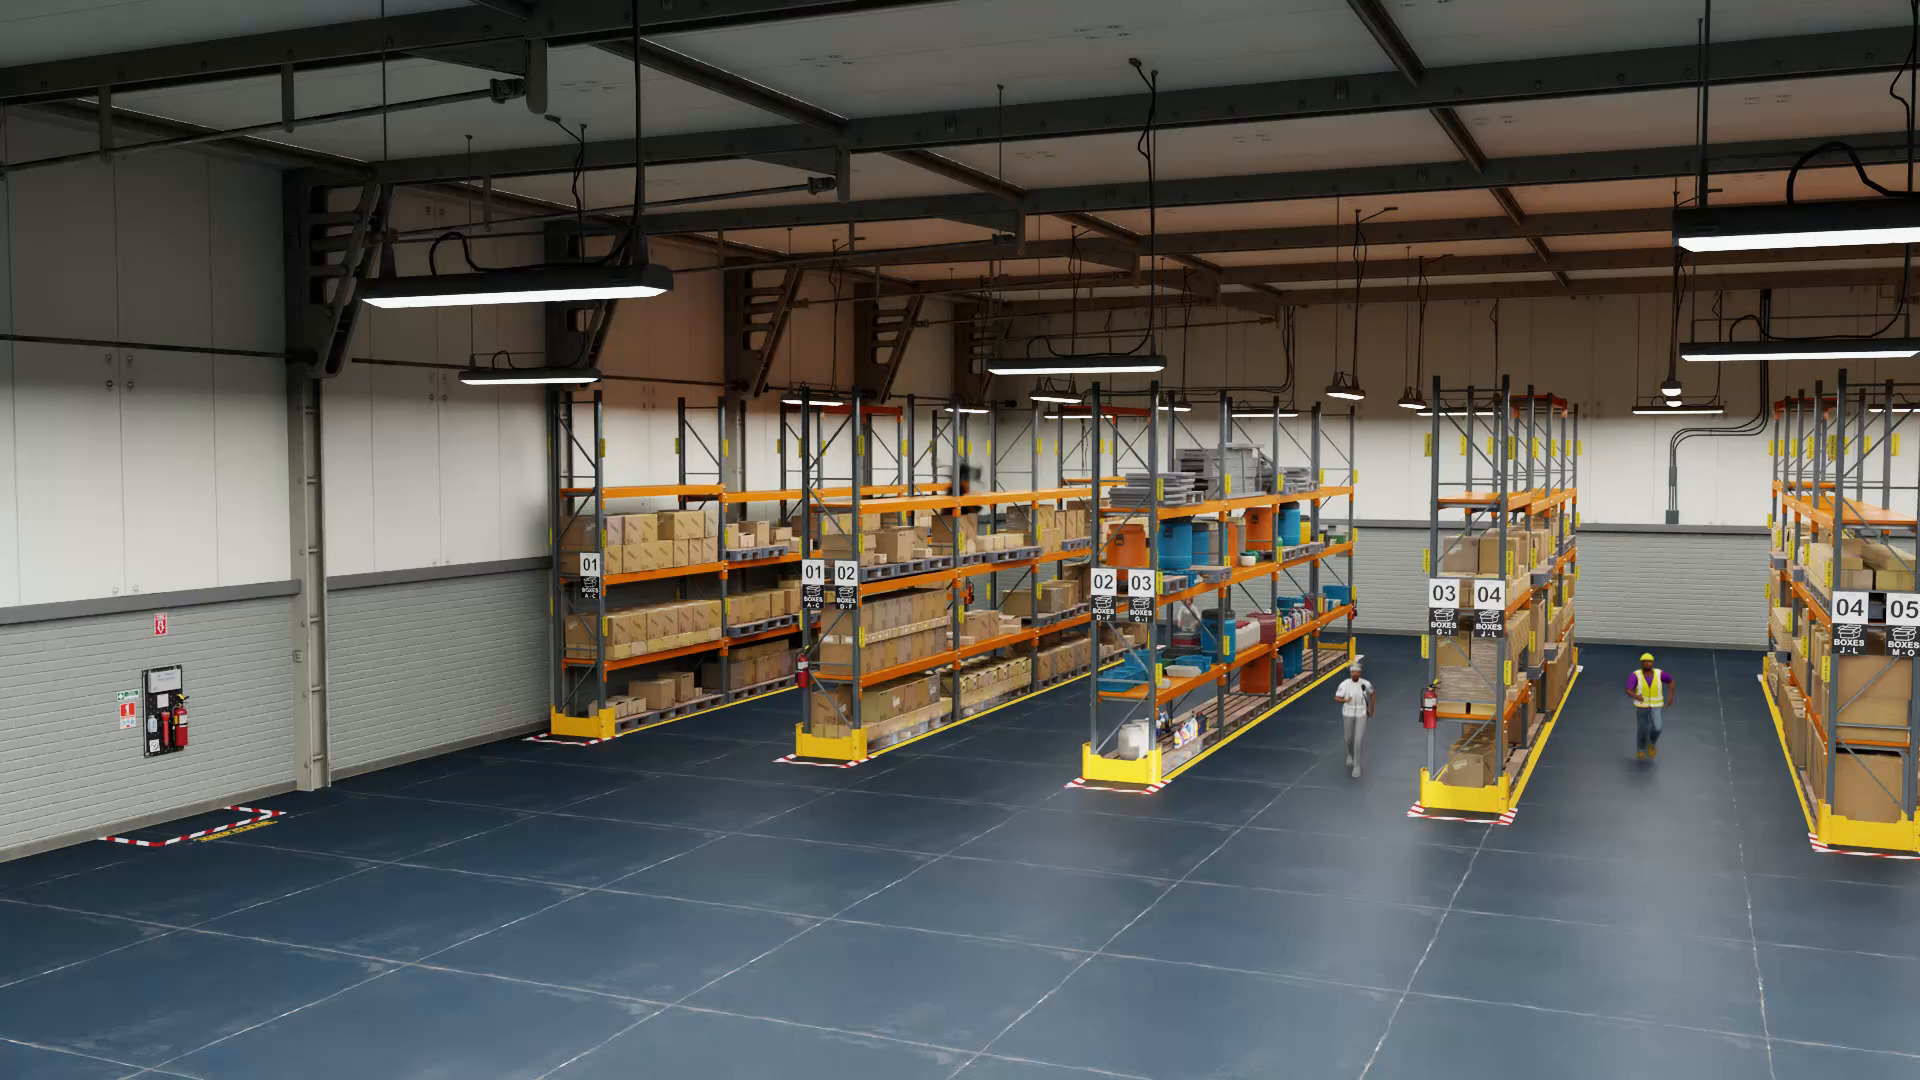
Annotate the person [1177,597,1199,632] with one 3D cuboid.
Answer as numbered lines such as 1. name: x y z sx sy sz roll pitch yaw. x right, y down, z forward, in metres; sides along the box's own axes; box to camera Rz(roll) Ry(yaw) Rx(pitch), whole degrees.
1. person: 5.380 2.075 39.212 0.529 1.557 0.573 1 3 12

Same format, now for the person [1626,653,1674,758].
1. person: 11.004 2.660 26.516 0.731 1.715 0.784 1 3 18

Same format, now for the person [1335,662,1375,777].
1. person: 6.077 2.718 25.597 0.604 1.703 0.900 1 3 15

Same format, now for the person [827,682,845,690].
1. person: -2.380 2.296 32.214 0.634 1.768 0.670 1 3 12
